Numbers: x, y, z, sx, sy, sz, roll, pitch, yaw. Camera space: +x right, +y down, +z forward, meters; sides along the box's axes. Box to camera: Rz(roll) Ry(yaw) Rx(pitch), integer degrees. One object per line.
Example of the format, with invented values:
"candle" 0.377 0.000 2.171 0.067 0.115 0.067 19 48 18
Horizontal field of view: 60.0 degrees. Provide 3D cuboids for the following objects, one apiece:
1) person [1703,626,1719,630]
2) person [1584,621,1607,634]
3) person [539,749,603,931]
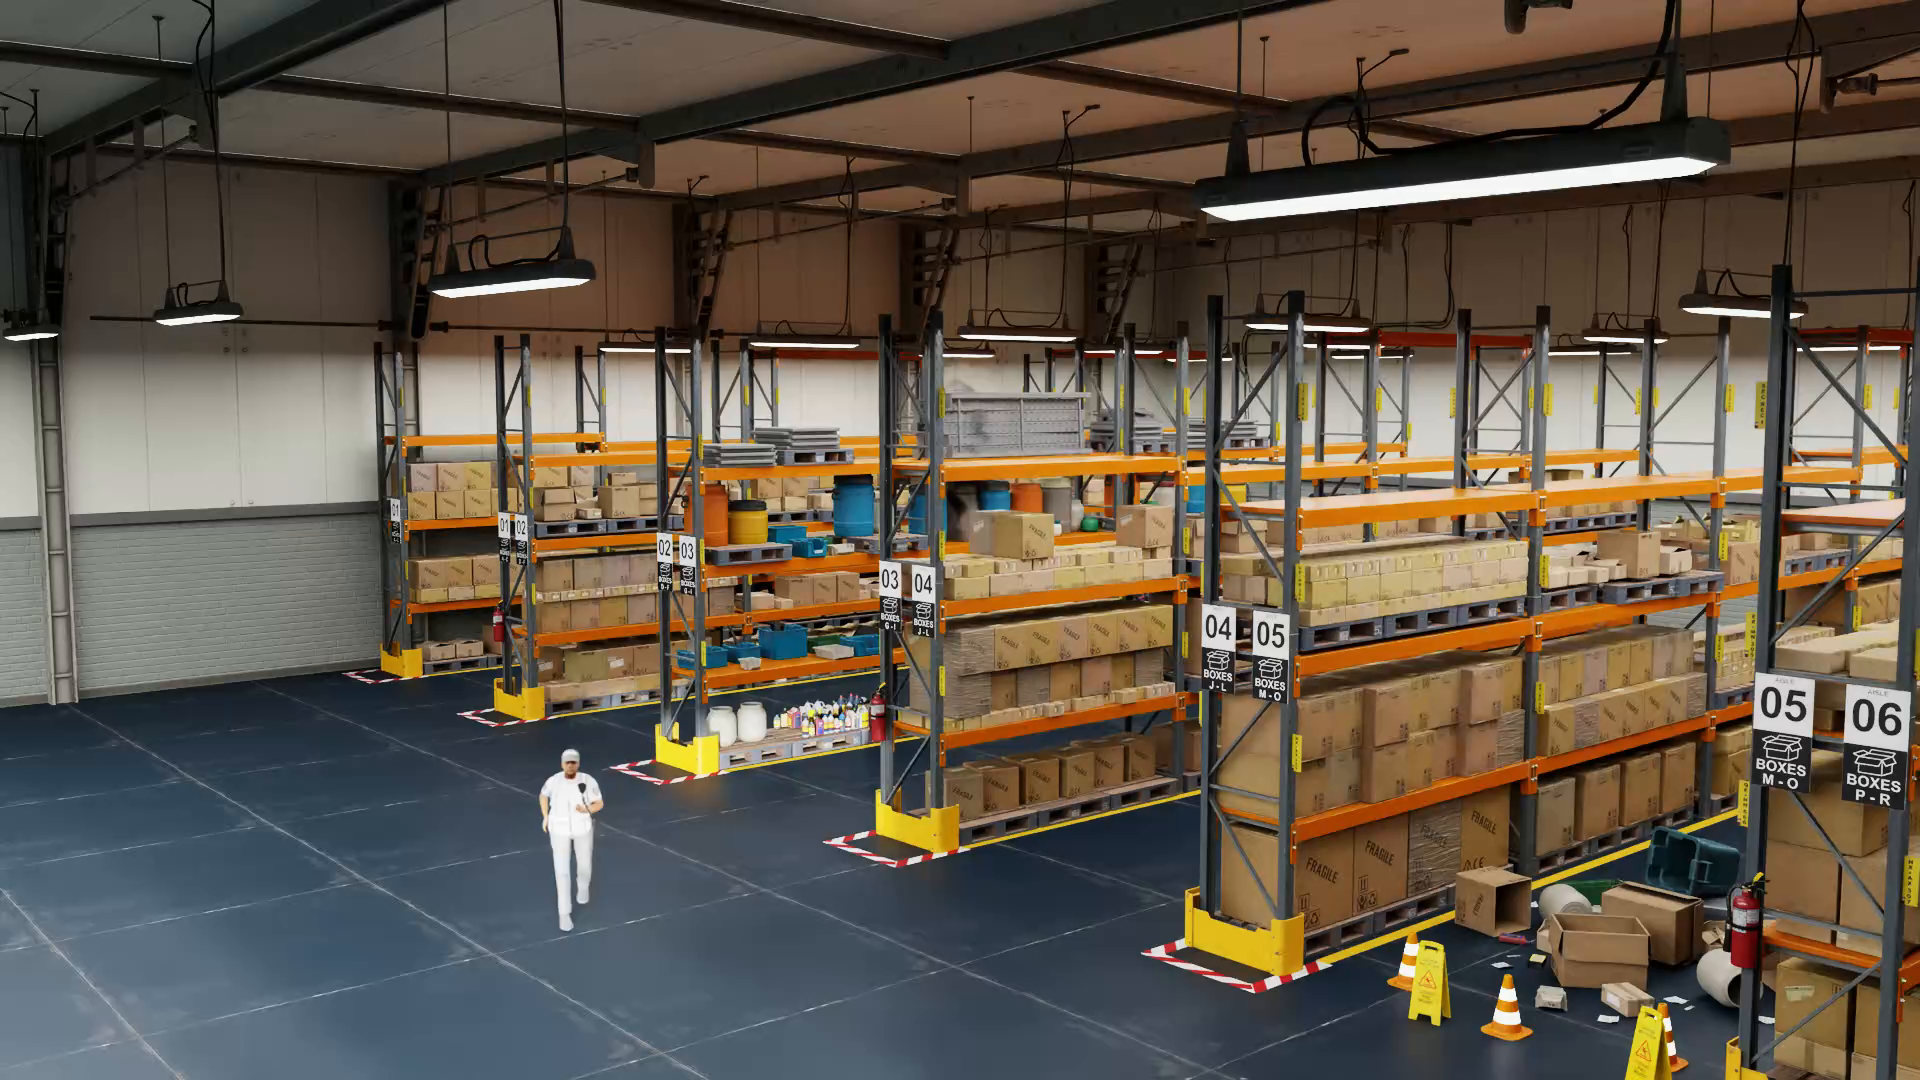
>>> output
"person" 11.199 2.040 24.747 0.665 1.696 0.879 5 7 41
"person" 9.671 2.000 25.210 0.970 1.779 0.710 -5 7 -43
"person" -3.771 2.848 16.161 0.605 1.653 0.923 -1 5 -13
